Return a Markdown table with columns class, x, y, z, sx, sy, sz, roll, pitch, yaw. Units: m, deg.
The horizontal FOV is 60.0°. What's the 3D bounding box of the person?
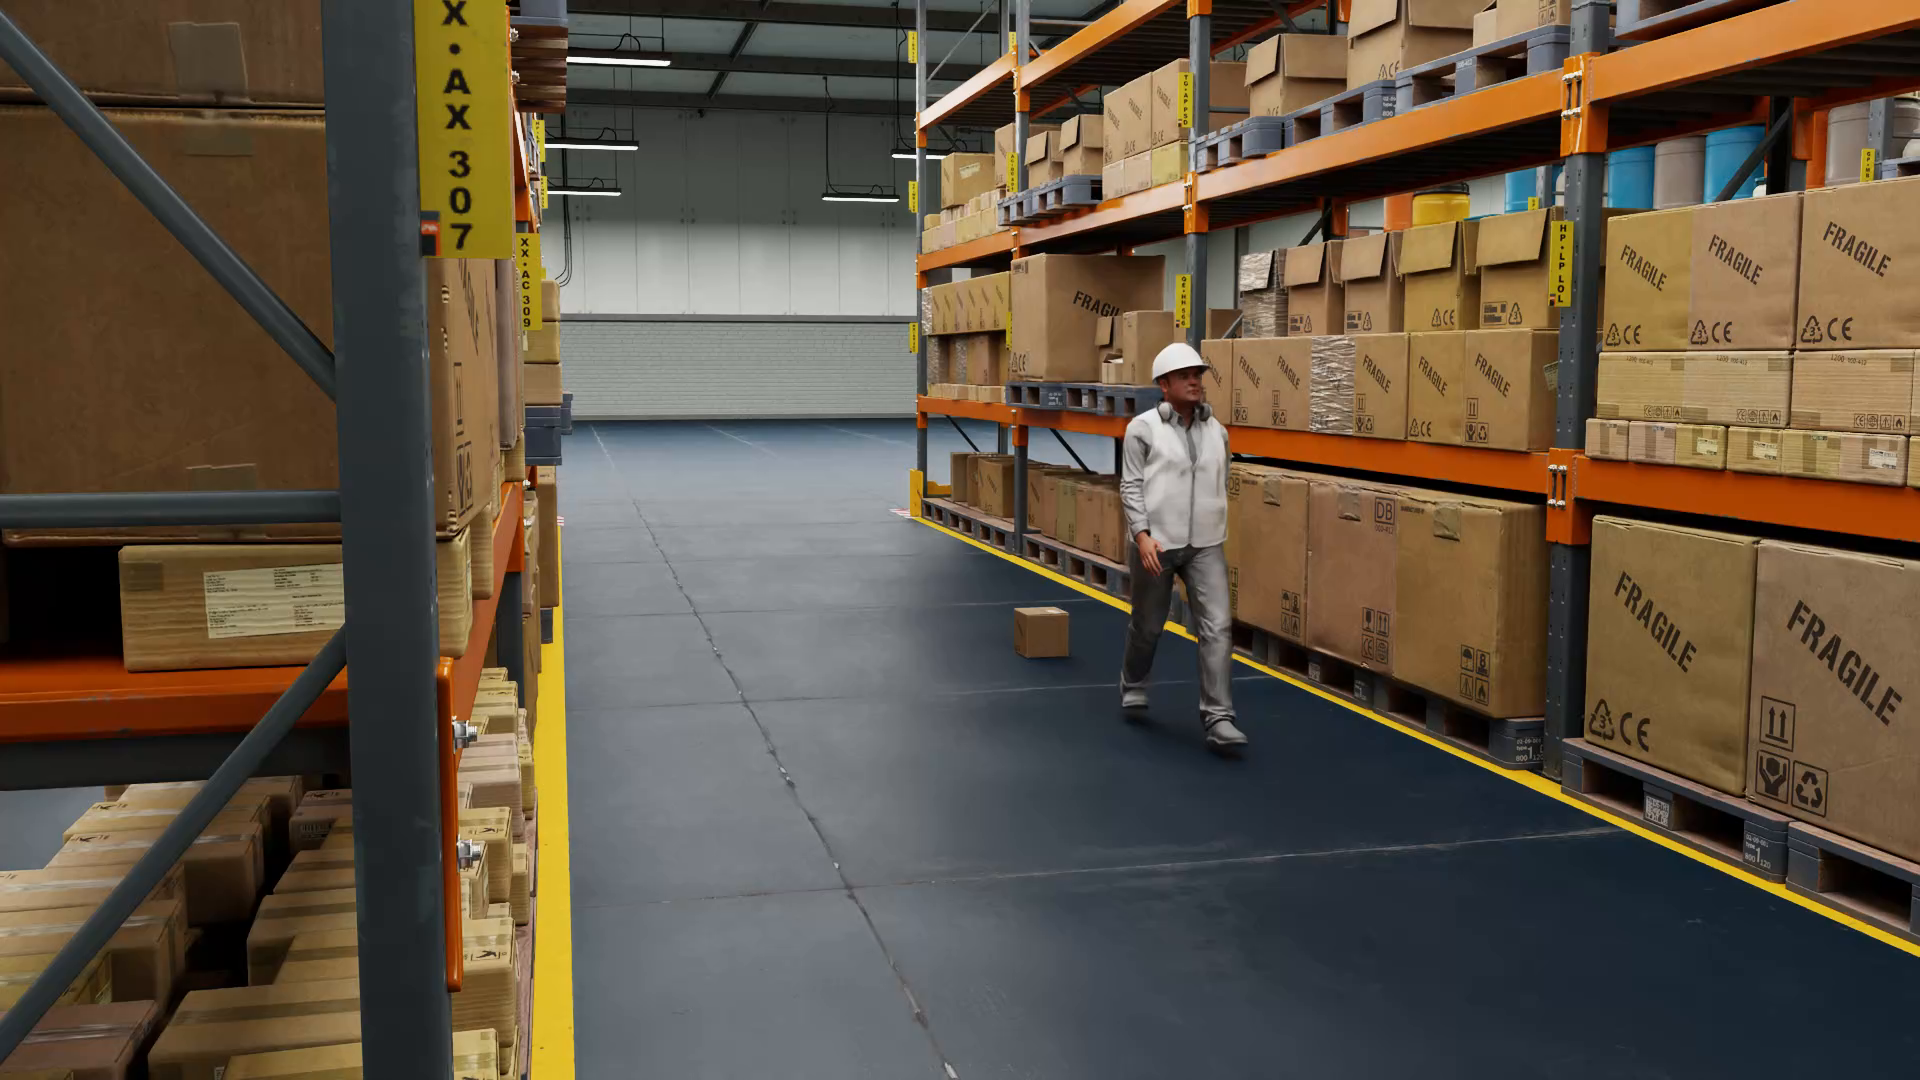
| class | x | y | z | sx | sy | sz | roll | pitch | yaw |
| --- | --- | --- | --- | --- | --- | --- | --- | --- | --- |
| person | 0.952 | 0.002 | 7.308 | 0.525 | 1.725 | 1.051 | -1 | 6 | -11 |
